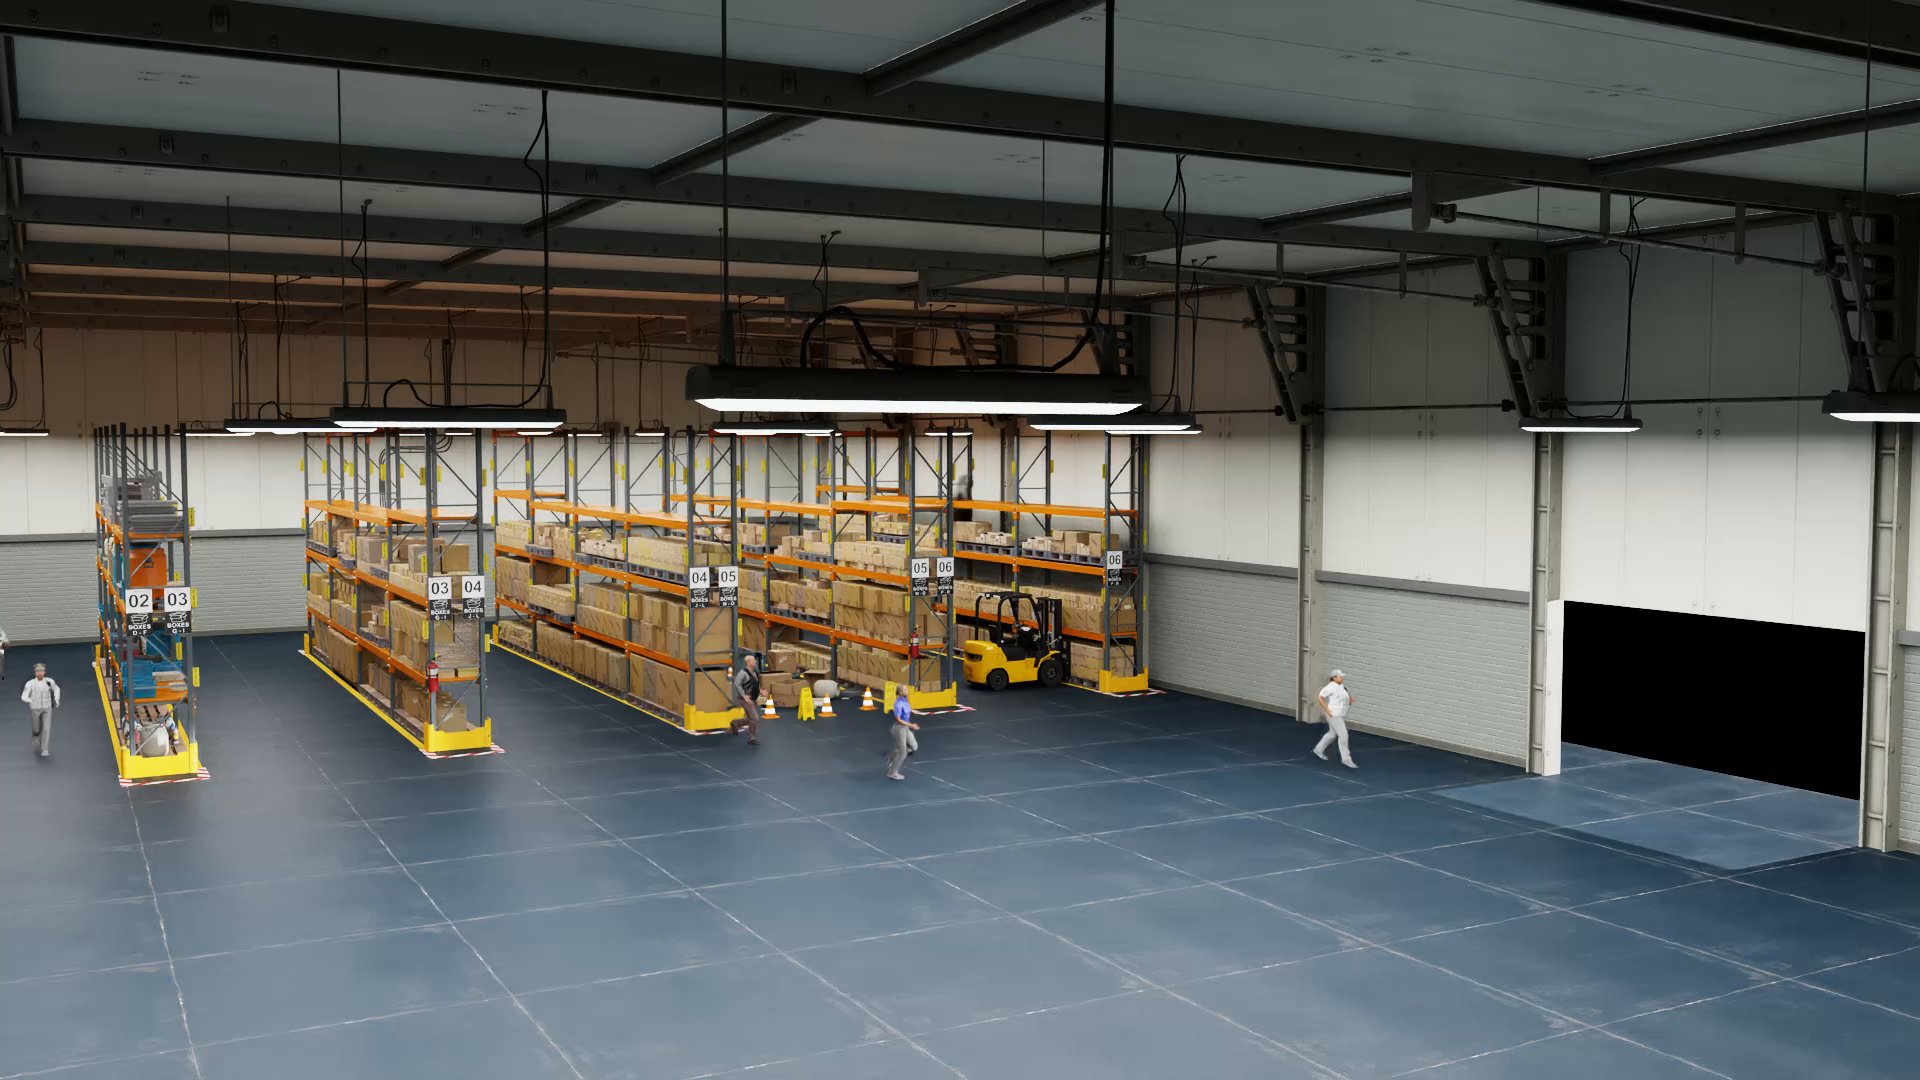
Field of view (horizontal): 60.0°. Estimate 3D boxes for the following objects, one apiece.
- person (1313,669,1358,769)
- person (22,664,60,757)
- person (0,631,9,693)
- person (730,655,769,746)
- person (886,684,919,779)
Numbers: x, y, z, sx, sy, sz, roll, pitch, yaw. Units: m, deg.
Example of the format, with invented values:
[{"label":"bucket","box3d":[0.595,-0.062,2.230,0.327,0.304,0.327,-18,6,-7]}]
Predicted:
[{"label":"person","box3d":[6.601,3.112,29.169,0.860,1.696,0.594,2,4,32]},{"label":"person","box3d":[-16.633,3.058,30.142,0.630,1.656,0.949,-2,4,-34]},{"label":"person","box3d":[-21.852,2.606,37.621,0.588,1.669,0.834,-3,4,-40]},{"label":"person","box3d":[-4.041,3.000,31.248,0.752,1.679,0.645,1,4,21]},{"label":"person","box3d":[-0.958,3.228,28.092,0.621,1.603,0.595,1,4,16]}]
